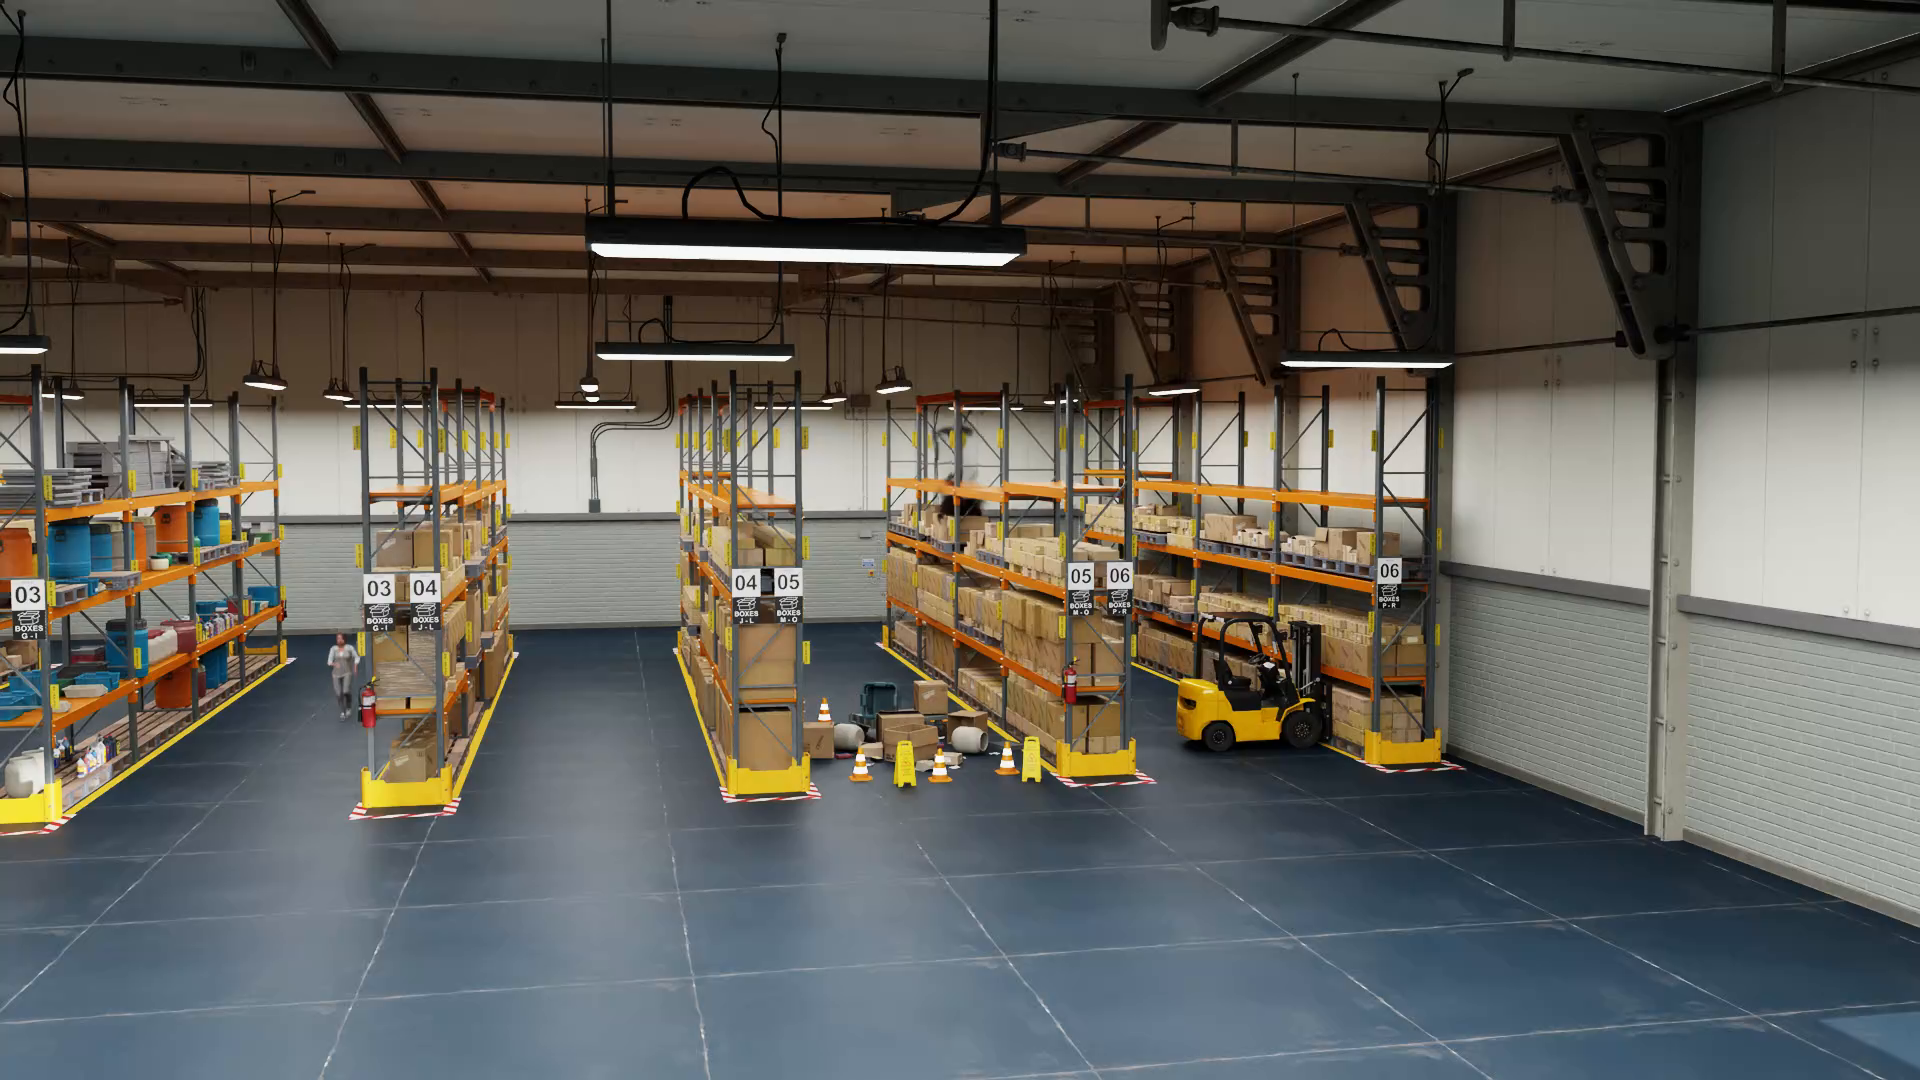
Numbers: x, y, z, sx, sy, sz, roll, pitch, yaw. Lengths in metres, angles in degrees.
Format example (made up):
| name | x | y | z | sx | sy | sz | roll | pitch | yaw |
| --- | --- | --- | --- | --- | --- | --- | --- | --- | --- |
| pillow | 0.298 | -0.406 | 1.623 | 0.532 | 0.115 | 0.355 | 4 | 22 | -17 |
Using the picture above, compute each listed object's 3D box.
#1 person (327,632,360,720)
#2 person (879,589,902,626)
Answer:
| name | x | y | z | sx | sy | sz | roll | pitch | yaw |
| --- | --- | --- | --- | --- | --- | --- | --- | --- | --- |
| person | -11.003 | 2.434 | 29.645 | 0.510 | 1.570 | 0.636 | -1 | 3 | -10 |
| person | -1.691 | 1.666 | 41.978 | 0.747 | 1.757 | 0.546 | -1 | 4 | -21 |
